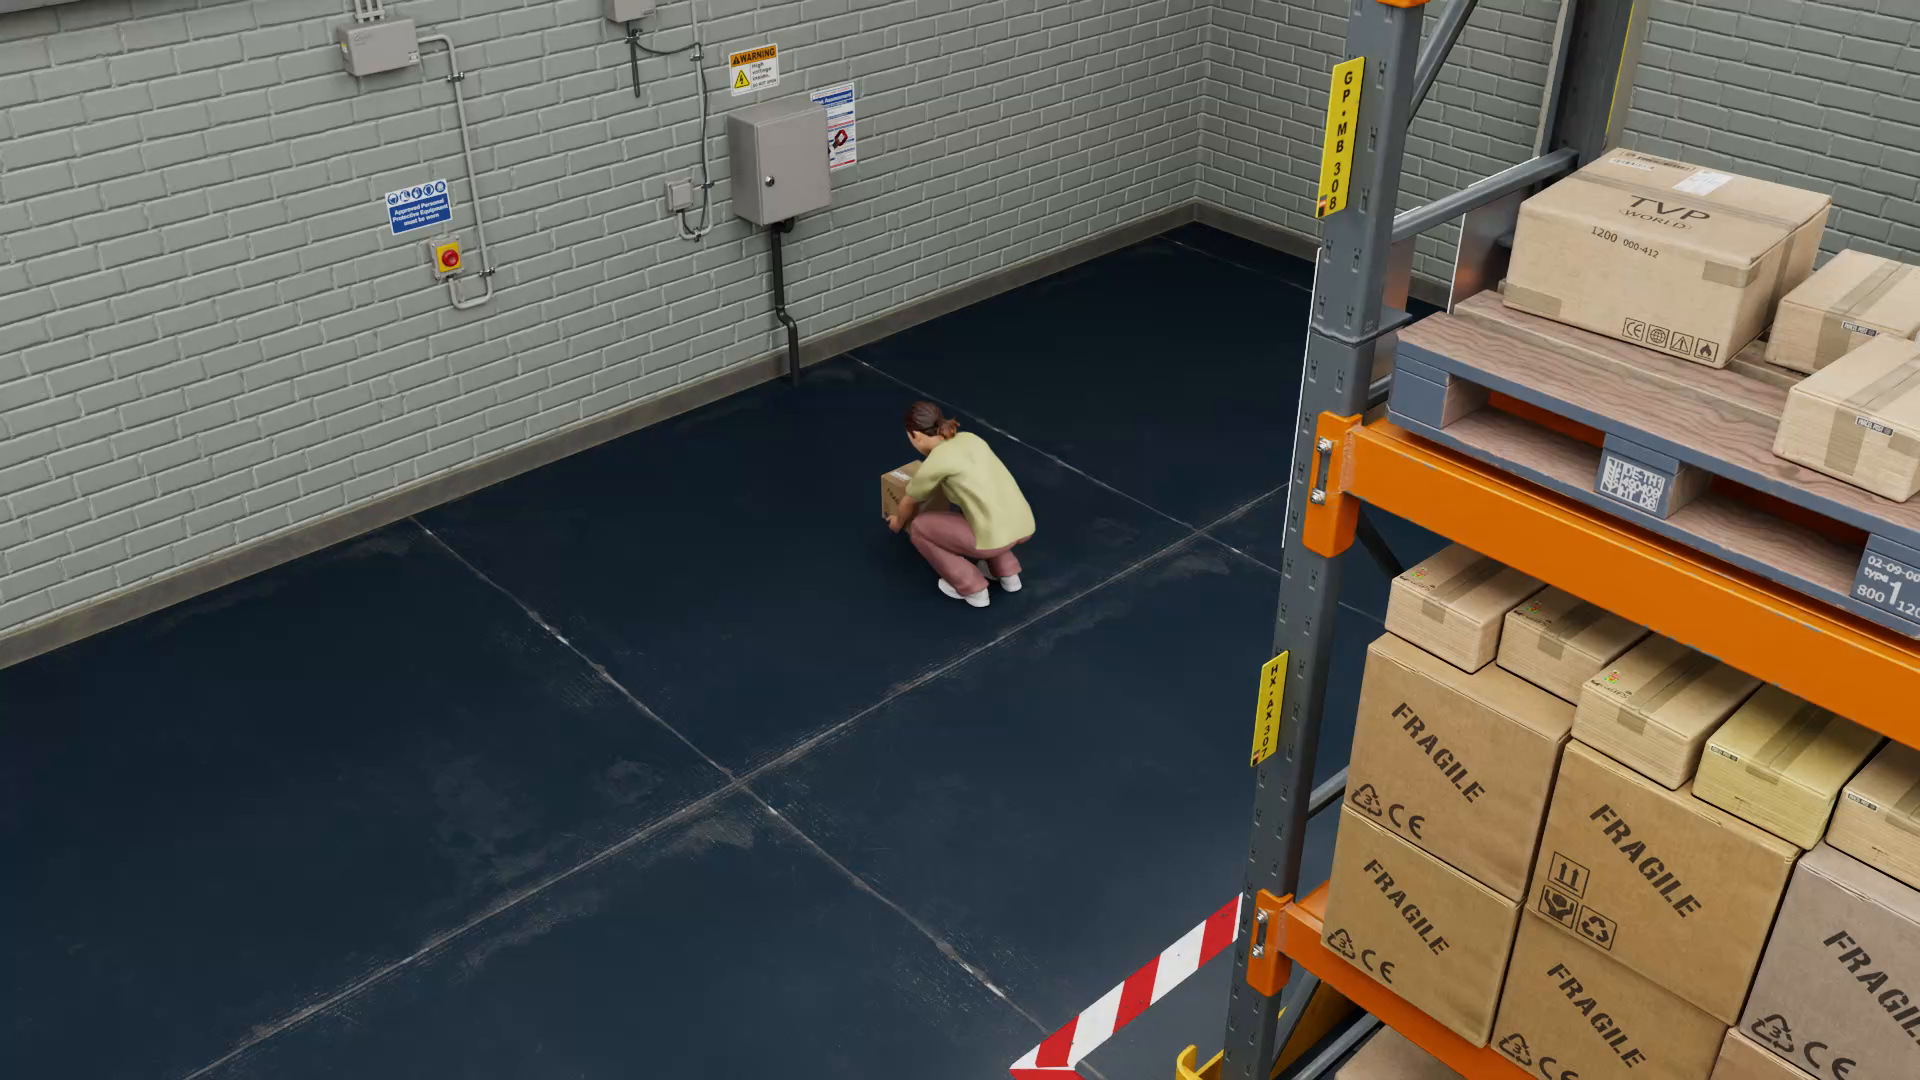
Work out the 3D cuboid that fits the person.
[{"bbox_3d":[0.002,-0.204,8.178,0.486,0.930,0.804,-26,40,-35],"label":"person"}]
